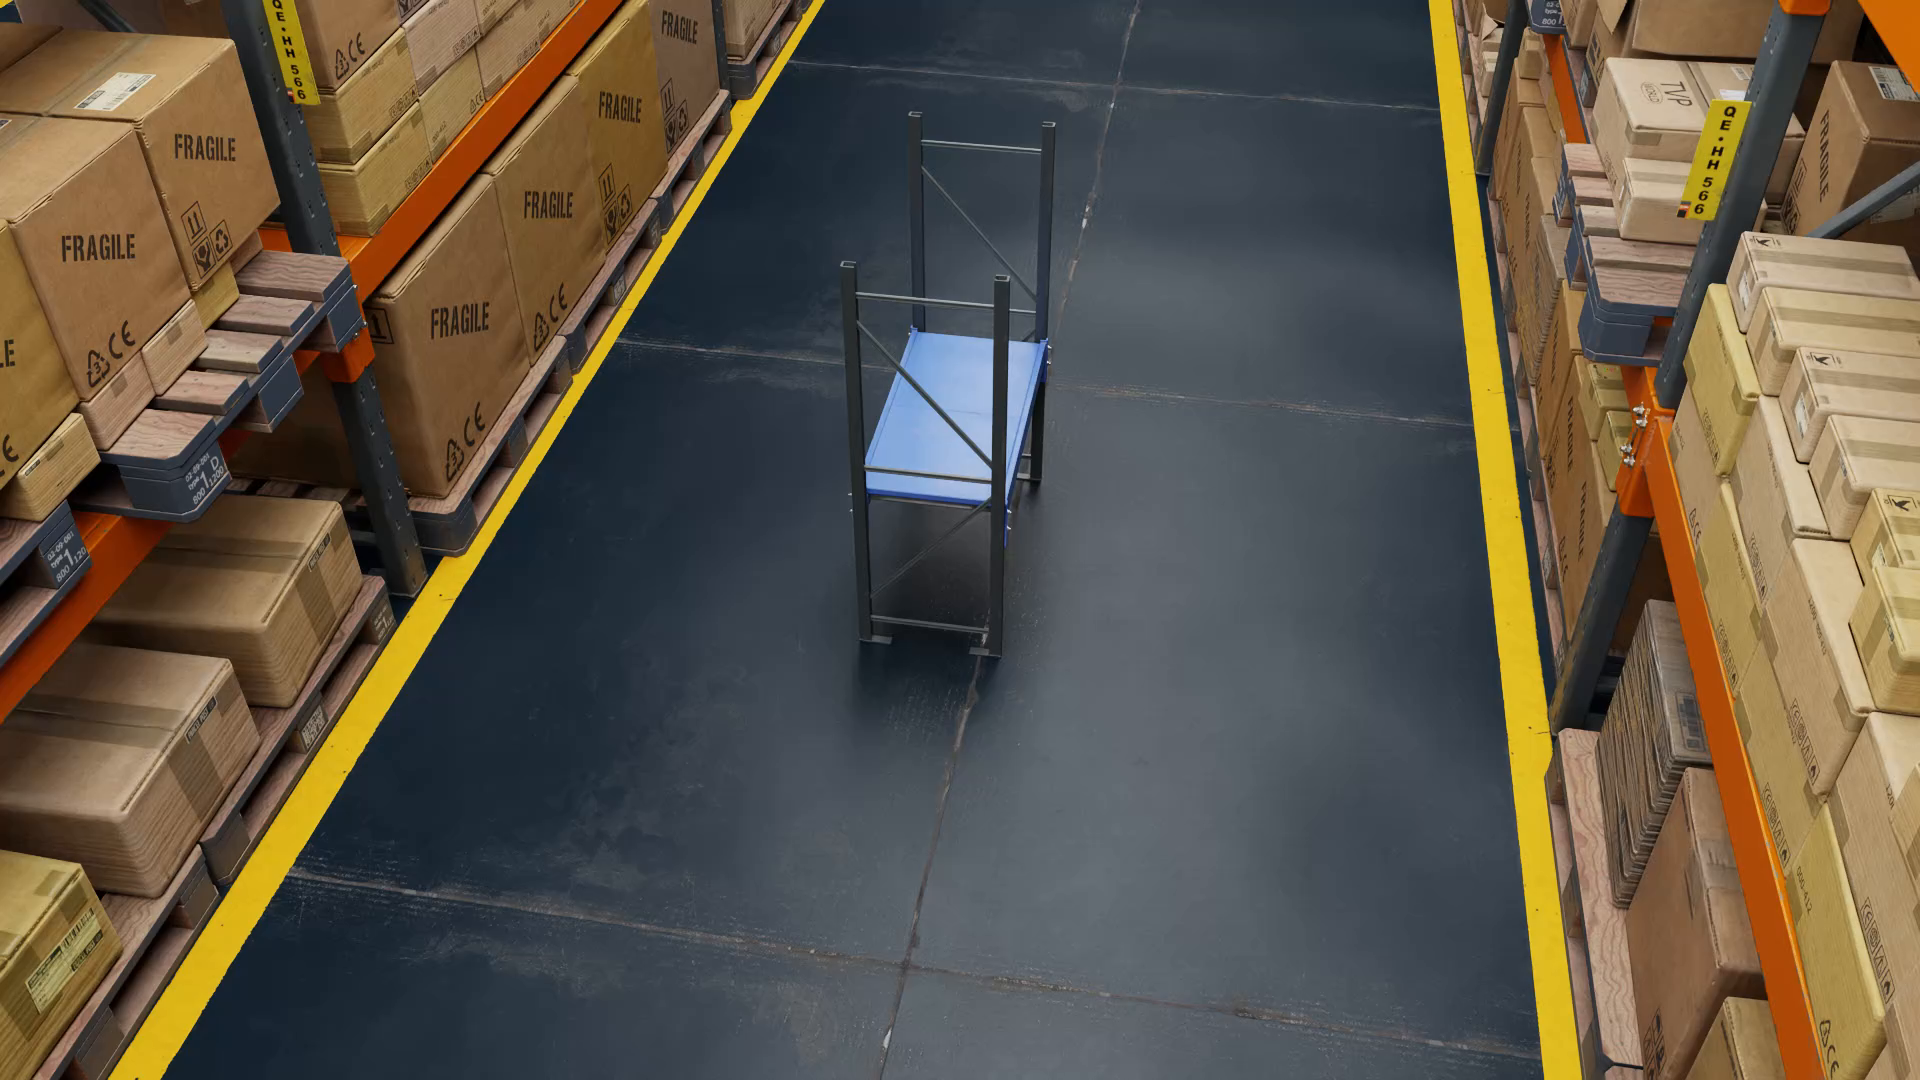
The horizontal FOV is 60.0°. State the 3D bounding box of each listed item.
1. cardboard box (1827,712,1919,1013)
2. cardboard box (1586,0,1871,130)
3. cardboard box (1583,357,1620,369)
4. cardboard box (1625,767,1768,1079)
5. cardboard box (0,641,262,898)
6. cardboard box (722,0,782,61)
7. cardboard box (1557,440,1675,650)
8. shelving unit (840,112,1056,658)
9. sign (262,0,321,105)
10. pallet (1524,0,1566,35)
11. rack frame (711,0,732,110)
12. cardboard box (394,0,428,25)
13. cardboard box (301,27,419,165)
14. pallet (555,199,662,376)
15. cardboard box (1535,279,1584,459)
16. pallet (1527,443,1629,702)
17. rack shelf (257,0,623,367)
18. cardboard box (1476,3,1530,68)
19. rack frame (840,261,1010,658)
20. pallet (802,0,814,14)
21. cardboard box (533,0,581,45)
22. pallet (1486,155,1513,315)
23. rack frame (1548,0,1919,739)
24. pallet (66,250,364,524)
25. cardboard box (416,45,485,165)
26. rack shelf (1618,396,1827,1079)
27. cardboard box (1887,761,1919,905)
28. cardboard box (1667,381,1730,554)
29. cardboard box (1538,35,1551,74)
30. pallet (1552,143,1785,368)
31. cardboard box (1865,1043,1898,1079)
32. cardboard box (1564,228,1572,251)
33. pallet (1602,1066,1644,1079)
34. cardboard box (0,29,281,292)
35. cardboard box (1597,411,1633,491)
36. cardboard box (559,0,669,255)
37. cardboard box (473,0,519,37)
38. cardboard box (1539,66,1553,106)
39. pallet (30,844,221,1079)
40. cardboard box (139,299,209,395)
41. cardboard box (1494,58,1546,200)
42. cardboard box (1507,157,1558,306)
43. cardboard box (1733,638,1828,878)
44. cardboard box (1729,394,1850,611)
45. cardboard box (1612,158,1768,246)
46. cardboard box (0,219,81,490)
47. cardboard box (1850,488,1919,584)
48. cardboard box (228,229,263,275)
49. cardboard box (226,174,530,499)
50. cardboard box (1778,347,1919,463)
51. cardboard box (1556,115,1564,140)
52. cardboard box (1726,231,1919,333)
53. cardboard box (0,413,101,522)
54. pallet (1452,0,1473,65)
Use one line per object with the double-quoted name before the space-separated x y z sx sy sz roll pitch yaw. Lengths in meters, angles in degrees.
"cardboard box" 1.868 0.592 2.905 0.500 0.250 0.500 7 40 8
"cardboard box" 2.545 -1.735 5.584 0.797 0.503 0.637 6 40 7
"cardboard box" 2.387 -0.610 5.757 0.380 0.149 0.250 5 40 6
"cardboard box" 2.218 1.066 4.141 0.875 0.625 0.625 8 40 9
"cardboard box" -2.672 0.635 4.861 0.950 0.372 0.625 6 40 7
"cardboard box" -1.538 -3.100 9.327 0.875 0.438 0.875 6 40 7
"cardboard box" 2.307 0.024 5.499 0.500 0.500 0.500 7 40 9
"shelving unit" -0.015 -0.524 5.707 0.538 1.500 1.048 6 40 8
"sign" -1.908 -1.395 4.737 0.100 0.325 0.005 6 40 8
"pallet" 2.891 -2.435 6.992 1.003 0.211 1.213 6 40 8
"rack frame" -1.752 -3.544 8.182 1.000 3.000 0.127 6 40 8
"cardboard box" -2.042 -2.052 5.515 0.500 0.500 0.500 7 40 8
"cardboard box" -2.113 -1.459 5.386 0.500 0.250 0.500 6 40 7
"pallet" -2.020 -1.209 7.546 1.003 0.211 1.213 6 40 8
"cardboard box" 2.491 -0.618 6.275 0.500 0.500 0.500 8 40 10
"pallet" 2.612 0.122 5.937 1.003 0.211 1.213 6 40 8
"rack shelf" -2.098 -2.011 6.893 1.077 0.370 4.000 6 40 8
"cardboard box" 3.006 -2.713 8.994 0.396 0.266 0.258 8 40 9
"rack frame" -0.103 -0.205 5.321 0.500 1.500 0.032 6 40 8
"pallet" -1.335 -3.706 10.566 1.003 0.211 1.213 6 40 8
"cardboard box" -1.862 -2.218 6.696 0.500 0.250 0.500 6 40 8
"pallet" 3.034 -1.409 7.789 1.003 0.211 1.213 6 40 8
"rack frame" 2.445 -0.489 4.487 1.000 3.000 0.127 6 40 8
"pallet" -2.463 -0.501 4.652 1.213 0.211 1.003 6 40 8
"cardboard box" -2.040 -1.579 5.924 0.500 0.250 0.500 5 40 6
"rack shelf" 2.099 1.044 3.198 1.077 0.370 4.000 6 40 8
"cardboard box" 1.755 0.514 2.686 0.380 0.149 0.250 5 40 6
"cardboard box" 2.128 -0.179 4.230 0.500 0.250 0.500 7 40 8
"cardboard box" 2.815 -2.198 7.444 0.380 0.149 0.250 5 40 6
"pallet" 2.493 -0.848 5.072 1.213 0.211 1.003 6 40 8
"cardboard box" 1.780 1.110 2.671 0.500 0.250 0.500 7 40 8
"cardboard box" 2.538 -1.104 6.354 0.380 0.149 0.250 5 40 6
"pallet" 2.051 1.862 3.832 1.003 0.211 1.213 6 40 8
"cardboard box" -2.249 -1.033 4.503 0.500 0.500 0.500 5 40 6
"cardboard box" 2.281 -0.275 5.351 0.380 0.149 0.250 5 40 5
"cardboard box" -1.929 -1.921 7.557 0.875 0.875 0.875 7 40 9
"cardboard box" -1.924 -2.095 6.155 0.500 0.250 0.500 6 40 8
"cardboard box" 2.841 -2.069 7.522 0.380 0.149 0.250 5 40 6
"pallet" -2.794 1.295 4.518 1.003 0.211 1.213 6 40 8
"cardboard box" -2.244 -0.528 4.402 0.380 0.149 0.250 6 40 7
"cardboard box" 2.832 -1.919 7.849 0.500 0.500 0.500 8 40 10
"cardboard box" 2.659 -1.271 7.065 0.500 0.500 0.500 5 40 6
"cardboard box" 1.953 0.460 3.457 0.500 0.250 0.500 5 40 6
"cardboard box" 2.040 -0.058 3.691 0.500 0.250 0.500 8 40 9
"cardboard box" 2.181 -1.008 4.983 0.380 0.149 0.250 7 40 8
"cardboard box" -2.414 -0.390 3.726 0.500 0.500 0.500 4 40 5
"cardboard box" 1.989 0.049 3.249 0.380 0.149 0.250 7 40 8
"cardboard box" -2.269 -0.867 4.812 0.380 0.149 0.250 8 40 9
"cardboard box" -2.243 -0.801 6.202 0.875 0.875 0.875 6 40 7
"cardboard box" 2.036 -0.278 3.644 0.380 0.149 0.250 7 40 9
"cardboard box" 2.774 -1.733 7.116 0.380 0.149 0.250 6 40 7
"cardboard box" 2.100 -0.610 4.046 0.380 0.149 0.250 8 40 9
"cardboard box" -2.329 -0.196 4.001 0.380 0.149 0.250 7 40 8
"pallet" 3.466 -3.123 9.862 1.003 0.211 1.213 6 40 8
